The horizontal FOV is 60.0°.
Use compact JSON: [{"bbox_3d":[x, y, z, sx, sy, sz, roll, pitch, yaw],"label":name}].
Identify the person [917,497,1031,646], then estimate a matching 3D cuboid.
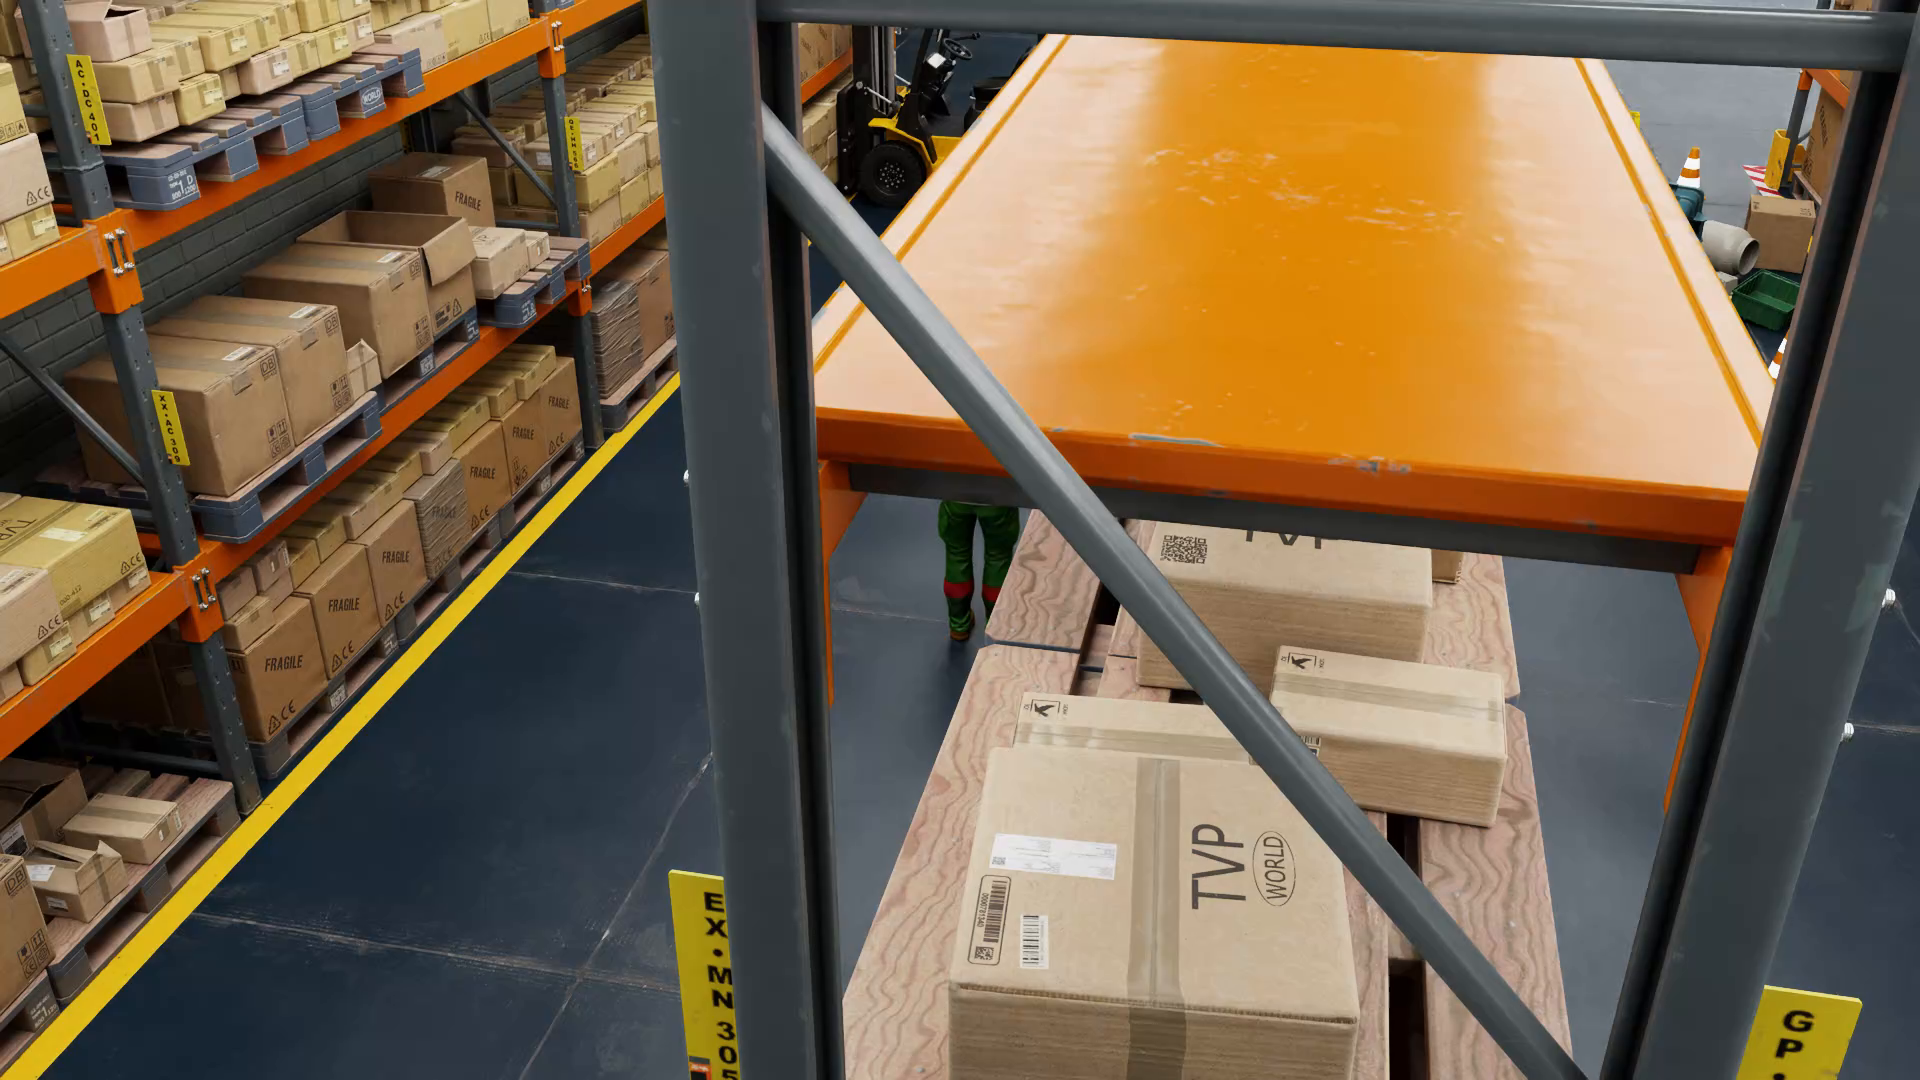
[{"bbox_3d":[0.076,-0.259,8.588,0.608,1.777,0.453,5,29,9],"label":"person"}]
